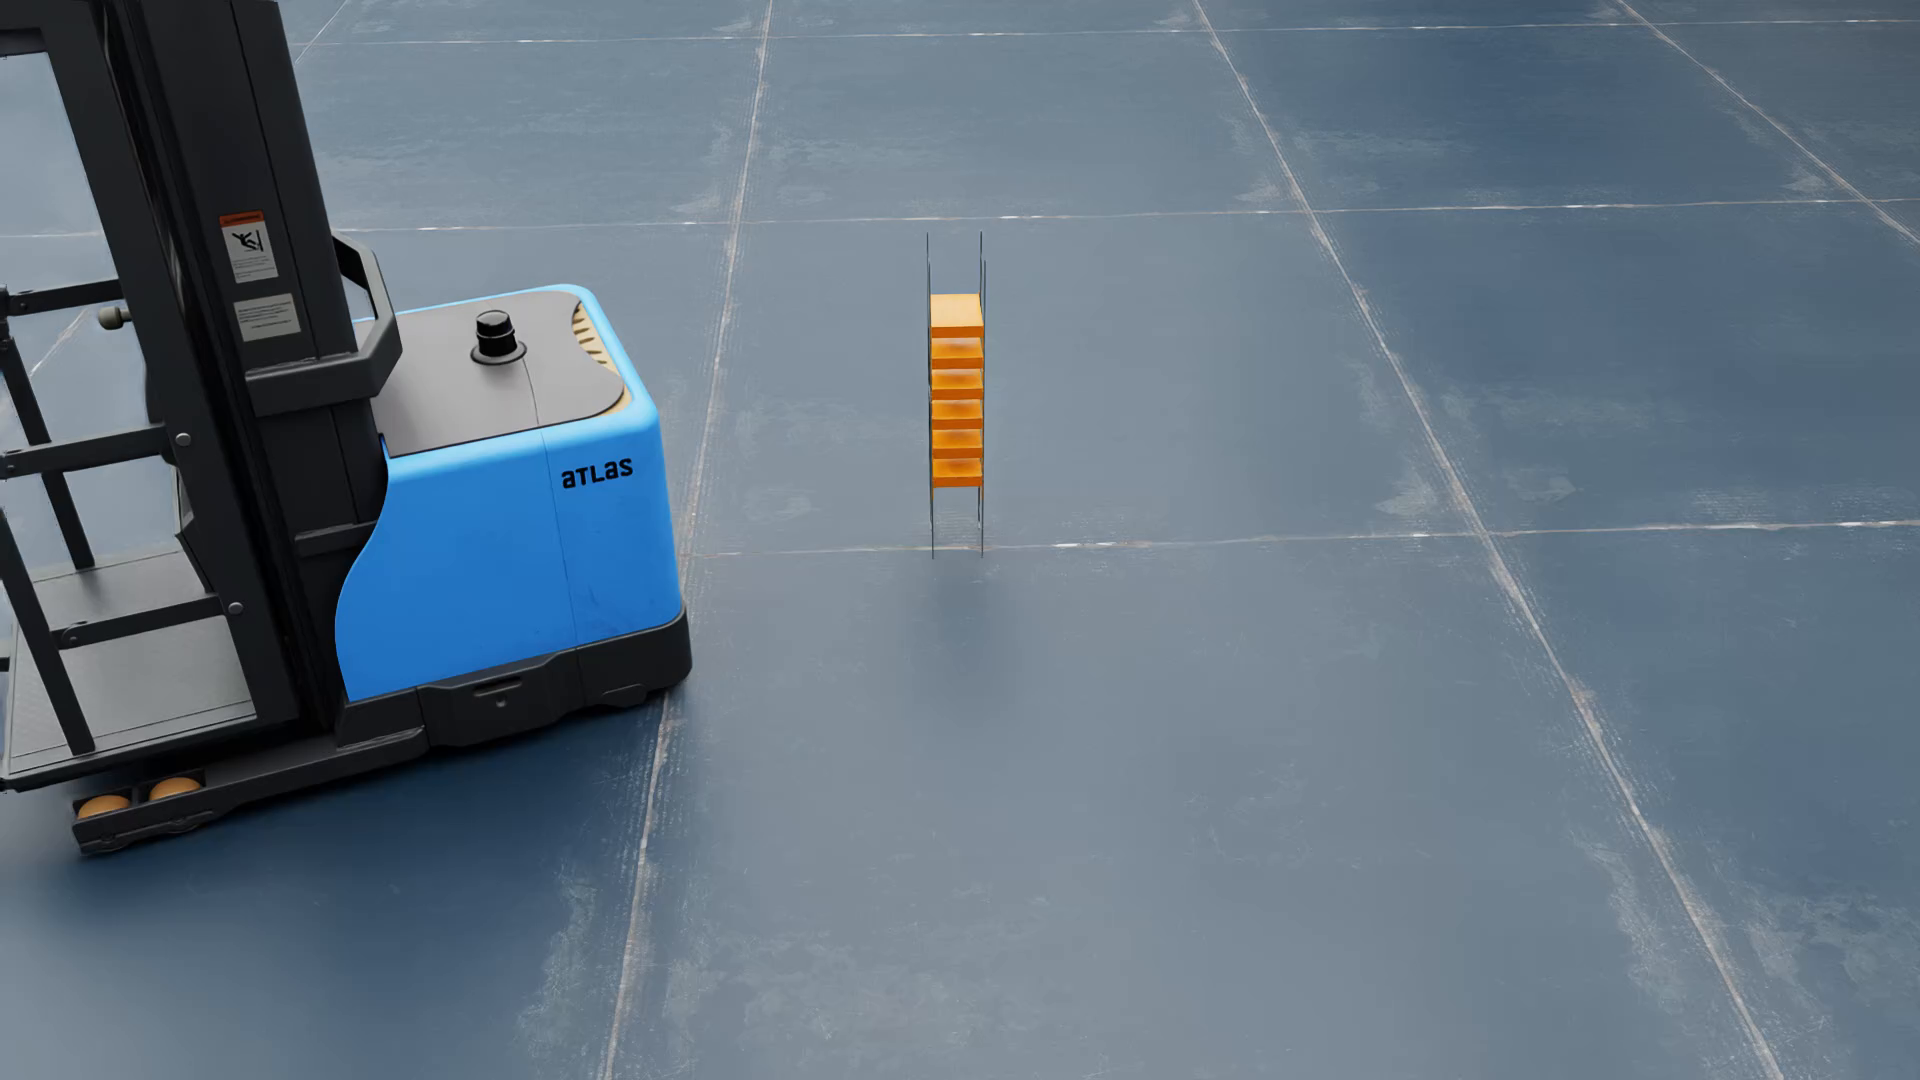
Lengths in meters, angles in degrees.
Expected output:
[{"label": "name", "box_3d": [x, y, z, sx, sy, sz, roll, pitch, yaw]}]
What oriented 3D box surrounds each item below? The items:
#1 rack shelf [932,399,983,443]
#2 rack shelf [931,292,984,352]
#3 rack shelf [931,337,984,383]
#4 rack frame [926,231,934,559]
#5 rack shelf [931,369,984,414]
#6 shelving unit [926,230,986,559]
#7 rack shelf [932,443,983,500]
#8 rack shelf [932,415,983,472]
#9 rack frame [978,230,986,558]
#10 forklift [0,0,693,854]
[{"label": "rack shelf", "box_3d": [-0.014, -0.456, 5.933, 0.180, 0.103, 0.258, -2, 35, -2]}, {"label": "rack shelf", "box_3d": [-0.014, -0.752, 5.728, 0.180, 0.103, 0.258, -2, 35, -2]}, {"label": "rack shelf", "box_3d": [-0.014, -0.654, 5.797, 0.180, 0.103, 0.258, -2, 35, -2]}, {"label": "rack frame", "box_3d": [-0.106, -0.491, 5.904, 0.006, 1.200, 0.240, -2, 35, -2]}, {"label": "rack shelf", "box_3d": [-0.014, -0.555, 5.865, 0.180, 0.103, 0.258, -2, 35, -2]}, {"label": "shelving unit", "box_3d": [-0.014, -0.493, 5.908, 0.189, 1.200, 0.258, -2, 35, -2]}, {"label": "rack shelf", "box_3d": [-0.014, -0.259, 6.070, 0.180, 0.103, 0.258, -2, 35, -2]}, {"label": "rack shelf", "box_3d": [-0.014, -0.358, 6.002, 0.180, 0.103, 0.258, -2, 35, -2]}, {"label": "rack frame", "box_3d": [0.077, -0.495, 5.912, 0.006, 1.200, 0.240, -2, 35, -2]}, {"label": "forklift", "box_3d": [-2.453, -0.627, 4.580, 3.031, 2.935, 1.130, -14, 37, -19]}]
